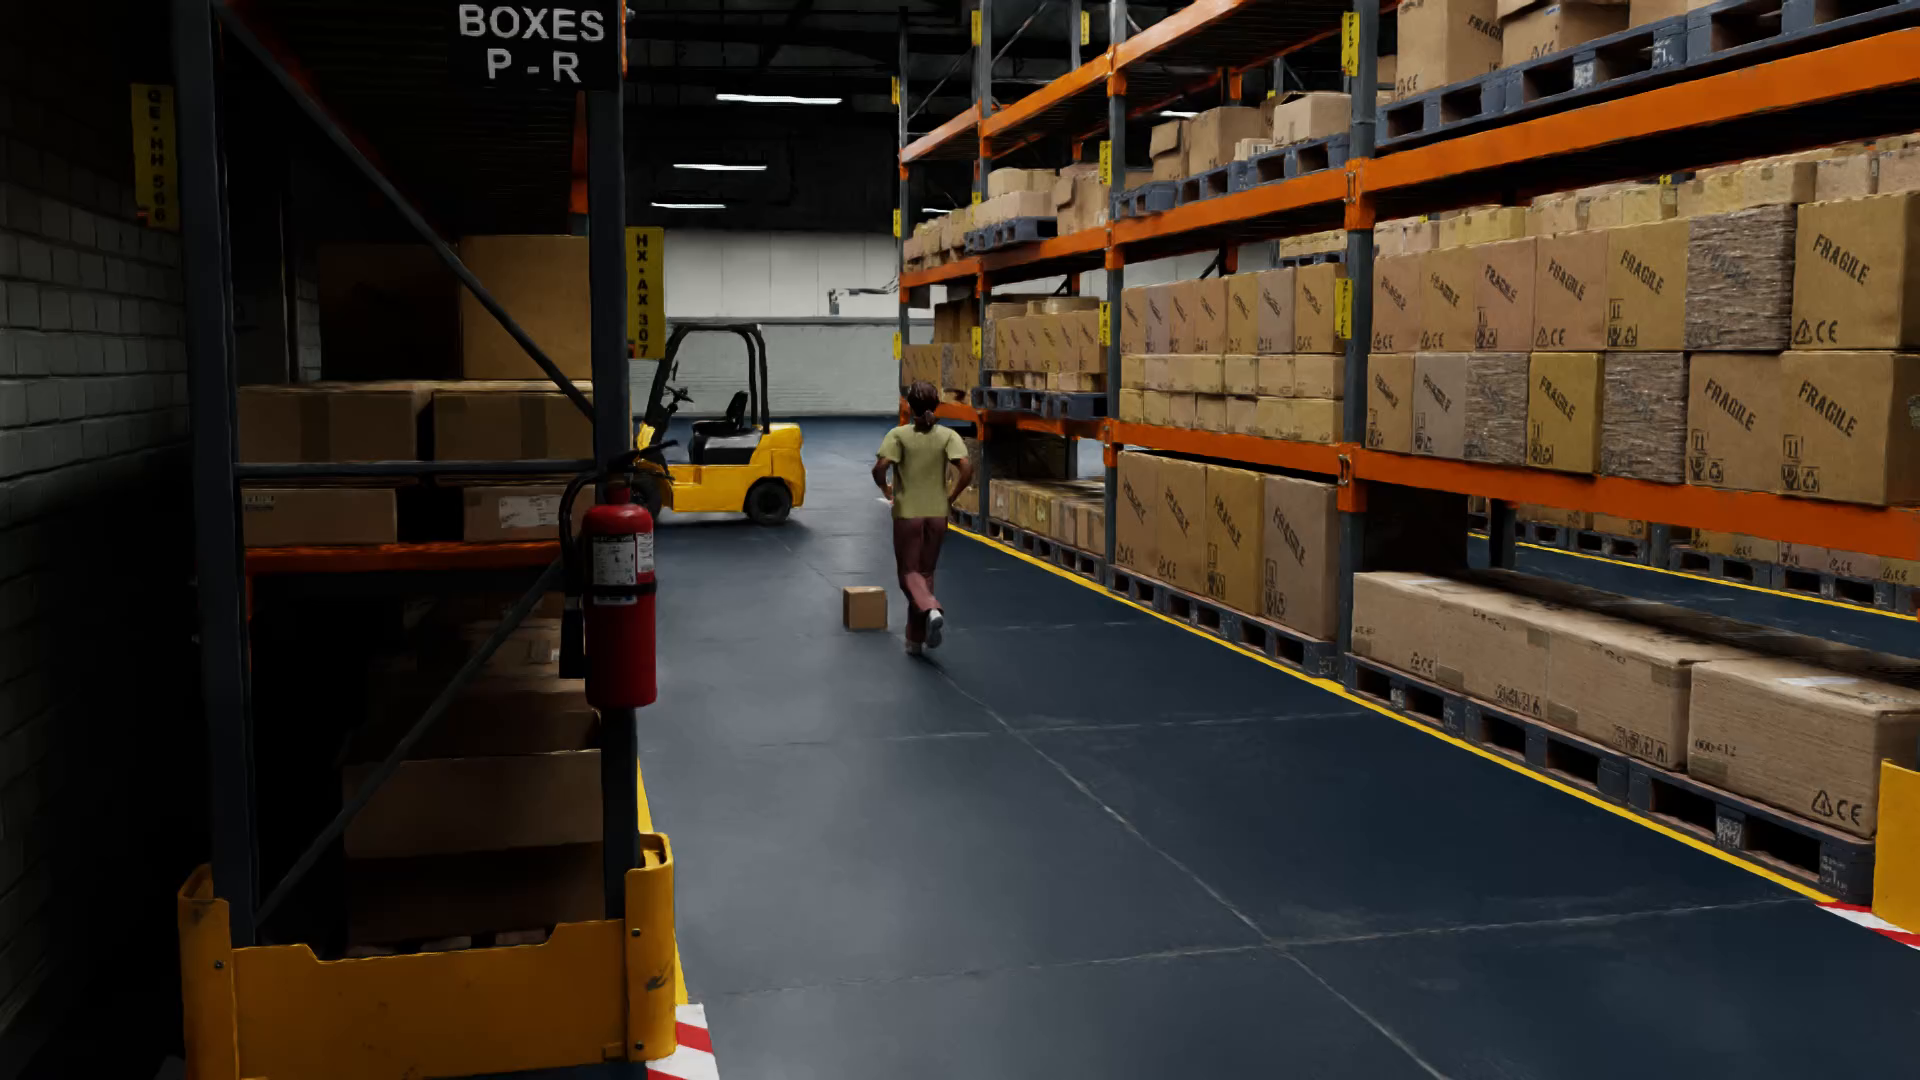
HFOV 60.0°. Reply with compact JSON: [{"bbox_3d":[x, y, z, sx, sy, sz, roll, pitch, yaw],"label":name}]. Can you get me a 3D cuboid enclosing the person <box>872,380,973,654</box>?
[{"bbox_3d":[-0.238,-0.107,9.837,0.594,1.614,0.693,-1,6,-13],"label":"person"}]
